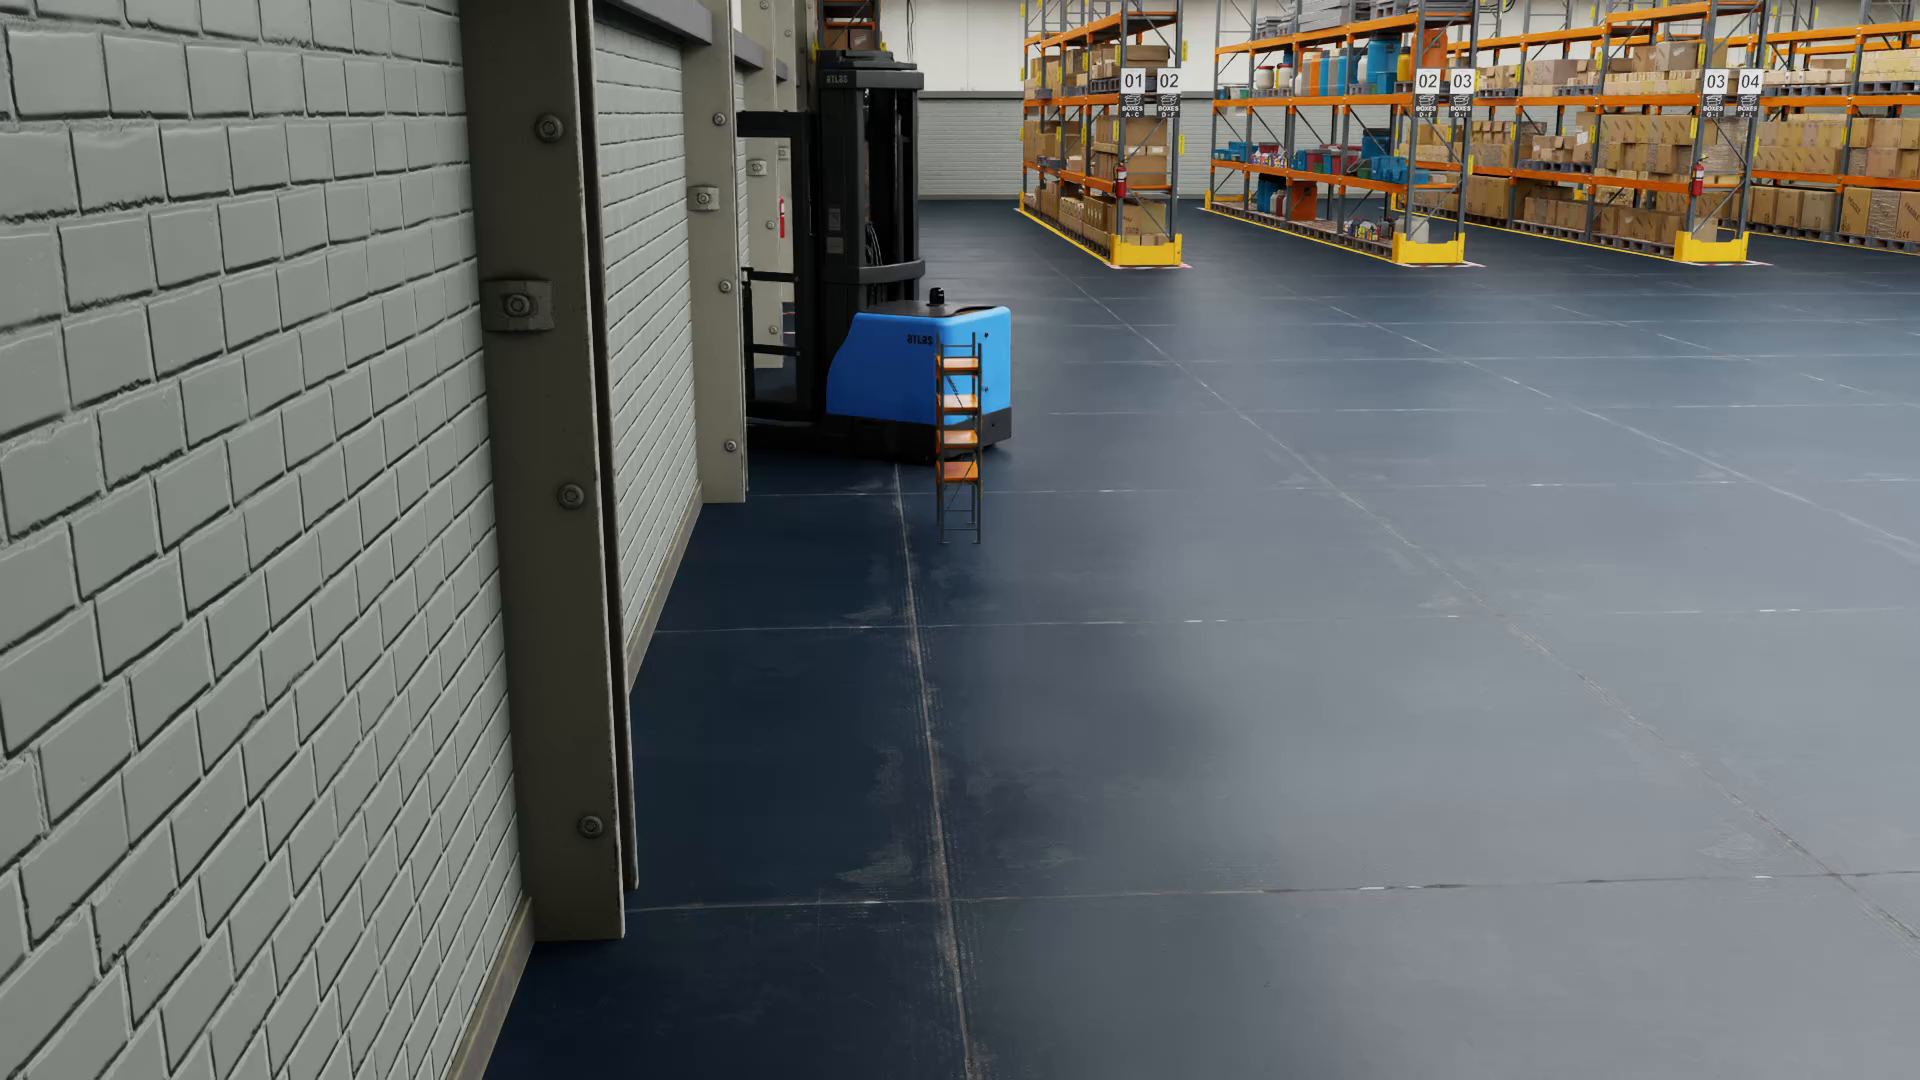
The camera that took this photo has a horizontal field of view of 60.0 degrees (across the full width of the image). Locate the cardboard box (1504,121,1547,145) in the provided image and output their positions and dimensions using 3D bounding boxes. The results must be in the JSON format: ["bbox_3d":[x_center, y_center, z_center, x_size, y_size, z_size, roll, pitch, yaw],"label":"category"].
[{"bbox_3d":[12.508,-8.999,36.768,0.797,0.503,0.637,0,14,-2],"label":"cardboard box"}]

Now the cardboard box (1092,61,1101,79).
[{"bbox_3d":[2.699,-8.553,30.284,0.500,0.311,0.500,-2,15,-7],"label":"cardboard box"}]

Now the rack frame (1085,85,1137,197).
[{"bbox_3d":[2.897,-7.136,31.741,1.000,3.000,0.127,-1,14,-3],"label":"rack frame"}]

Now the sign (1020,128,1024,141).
[{"bbox_3d":[1.612,-10.531,43.200,0.100,0.325,0.005,-1,14,-3],"label":"sign"}]

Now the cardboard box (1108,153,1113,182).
[{"bbox_3d":[3.030,-6.691,29.810,0.700,0.500,0.500,0,14,-2],"label":"cardboard box"}]

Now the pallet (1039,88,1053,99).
[{"bbox_3d":[2.439,-10.066,37.486,1.213,0.211,1.003,-1,14,-3],"label":"pallet"}]

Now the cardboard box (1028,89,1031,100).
[{"bbox_3d":[1.982,-11.120,41.506,0.500,0.250,0.500,-1,14,-3],"label":"cardboard box"}]

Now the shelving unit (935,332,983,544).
[{"bbox_3d":[-0.010,-0.622,10.037,0.258,1.200,0.503,-1,14,-3],"label":"shelving unit"}]

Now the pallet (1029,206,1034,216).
[{"bbox_3d":[2.281,-8.250,41.667,1.003,0.211,1.213,-1,14,-3],"label":"pallet"}]

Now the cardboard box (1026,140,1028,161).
[{"bbox_3d":[1.955,-9.926,42.385,0.500,0.500,0.500,-1,14,-4],"label":"cardboard box"}]

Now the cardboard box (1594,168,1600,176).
[{"bbox_3d":[12.498,-7.108,32.137,0.380,0.149,0.250,-1,14,-3],"label":"cardboard box"}]

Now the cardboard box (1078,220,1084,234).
[{"bbox_3d":[2.582,-6.106,32.415,0.500,0.250,0.500,-1,14,-4],"label":"cardboard box"}]

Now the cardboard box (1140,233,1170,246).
[{"bbox_3d":[3.334,-5.150,28.697,0.500,0.250,0.500,-1,14,-3],"label":"cardboard box"}]

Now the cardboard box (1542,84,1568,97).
[{"bbox_3d":[12.385,-9.287,34.381,0.500,0.250,0.500,-1,14,-2],"label":"cardboard box"}]

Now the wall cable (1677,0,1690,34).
[{"bbox_3d":[21.298,-14.741,49.259,0.463,3.000,0.029,-1,14,-3],"label":"wall cable"}]

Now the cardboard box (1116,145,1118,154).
[{"bbox_3d":[2.897,-6.724,28.639,0.380,0.149,0.250,-1,14,-4],"label":"cardboard box"}]

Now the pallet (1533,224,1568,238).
[{"bbox_3d":[12.656,-6.435,34.614,1.003,0.211,1.213,-1,14,-3],"label":"pallet"}]

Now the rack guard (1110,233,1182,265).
[{"bbox_3d":[3.146,-4.925,28.163,1.175,0.500,0.348,-1,14,-3],"label":"rack guard"}]

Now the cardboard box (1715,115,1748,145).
[{"bbox_3d":[13.270,-7.111,28.839,0.500,0.500,0.500,-1,14,-3],"label":"cardboard box"}]

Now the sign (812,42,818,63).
[{"bbox_3d":[-2.354,-7.942,27.076,0.100,0.325,0.005,-1,14,-3],"label":"sign"}]

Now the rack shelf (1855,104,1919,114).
[{"bbox_3d":[22.304,-10.037,38.442,1.077,0.370,4.000,-1,14,-3],"label":"rack shelf"}]

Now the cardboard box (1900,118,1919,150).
[{"bbox_3d":[17.817,-7.440,30.453,0.875,0.550,0.500,-1,14,-3],"label":"cardboard box"}]

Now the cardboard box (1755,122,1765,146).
[{"bbox_3d":[17.511,-8.755,35.826,0.700,0.500,0.500,-1,14,-4],"label":"cardboard box"}]

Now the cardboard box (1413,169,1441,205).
[{"bbox_3d":[12.217,-9.062,42.650,0.875,0.875,0.875,-1,14,-3],"label":"cardboard box"}]

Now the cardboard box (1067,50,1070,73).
[{"bbox_3d":[2.597,-10.351,36.012,0.500,0.500,0.500,-1,14,-3],"label":"cardboard box"}]

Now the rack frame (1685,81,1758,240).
[{"bbox_3d":[13.032,-6.293,28.465,1.000,3.000,0.127,-1,14,-3],"label":"rack frame"}]

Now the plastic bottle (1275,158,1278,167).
[{"bbox_3d":[7.103,-8.436,37.191,0.097,0.201,0.097,0,14,0],"label":"plastic bottle"}]

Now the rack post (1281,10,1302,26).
[{"bbox_3d":[7.507,-11.255,35.861,0.954,0.300,0.937,-1,14,-3],"label":"rack post"}]

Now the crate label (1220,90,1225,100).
[{"bbox_3d":[6.832,-11.342,42.367,0.408,0.251,0.502,-1,14,-3],"label":"crate label"}]

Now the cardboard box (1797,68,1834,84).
[{"bbox_3d":[17.413,-9.433,33.785,0.500,0.311,0.500,-1,14,-5],"label":"cardboard box"}]

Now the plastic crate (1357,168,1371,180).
[{"bbox_3d":[7.643,-6.767,30.732,0.450,0.188,0.662,-1,14,-3],"label":"plastic crate"}]

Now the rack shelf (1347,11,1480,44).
[{"bbox_3d":[7.965,-9.077,29.493,1.077,0.370,4.000,-1,14,-3],"label":"rack shelf"}]

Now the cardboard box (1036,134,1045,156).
[{"bbox_3d":[2.207,-9.256,38.938,0.700,0.500,0.500,-6,16,-22],"label":"cardboard box"}]

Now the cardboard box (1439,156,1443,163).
[{"bbox_3d":[11.927,-9.291,40.620,0.380,0.149,0.250,-1,14,-2],"label":"cardboard box"}]

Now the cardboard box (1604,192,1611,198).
[{"bbox_3d":[16.857,-8.898,42.870,0.380,0.149,0.250,-2,15,-6],"label":"cardboard box"}]

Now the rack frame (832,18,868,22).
[{"bbox_3d":[-2.790,-12.948,42.292,1.000,3.000,0.127,-1,14,-3],"label":"rack frame"}]

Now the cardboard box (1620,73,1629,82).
[{"bbox_3d":[12.577,-8.642,31.077,0.380,0.149,0.250,-1,14,-3],"label":"cardboard box"}]

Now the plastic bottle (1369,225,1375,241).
[{"bbox_3d":[7.512,-5.593,30.313,0.061,0.283,0.133,-1,14,-2],"label":"plastic bottle"}]

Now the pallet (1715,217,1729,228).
[{"bbox_3d":[17.446,-7.178,37.501,1.003,0.211,1.213,-1,14,-3],"label":"pallet"}]

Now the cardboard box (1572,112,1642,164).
[{"bbox_3d":[12.875,-7.982,32.981,1.000,1.000,1.000,-1,14,-3],"label":"cardboard box"}]

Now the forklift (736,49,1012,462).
[{"bbox_3d":[-1.134,-2.235,12.833,3.031,2.935,1.130,8,17,29],"label":"forklift"}]

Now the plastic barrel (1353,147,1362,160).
[{"bbox_3d":[8.001,-7.519,32.956,0.433,0.535,0.433,0,14,0],"label":"plastic barrel"}]

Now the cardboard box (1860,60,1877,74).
[{"bbox_3d":[17.492,-8.989,31.585,0.500,0.250,0.500,-1,14,-3],"label":"cardboard box"}]

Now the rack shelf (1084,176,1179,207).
[{"bbox_3d":[3.021,-6.290,29.897,1.077,0.370,4.000,-1,14,-3],"label":"rack shelf"}]

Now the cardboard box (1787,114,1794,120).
[{"bbox_3d":[21.701,-10.984,43.187,0.380,0.149,0.250,-1,14,-5],"label":"cardboard box"}]

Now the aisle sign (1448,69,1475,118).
[{"bbox_3d":[8.386,-7.462,27.792,0.394,0.787,0.004,-1,14,-3],"label":"aisle sign"}]

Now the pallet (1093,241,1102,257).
[{"bbox_3d":[2.983,-5.283,30.135,1.003,0.211,1.213,-1,14,-3],"label":"pallet"}]

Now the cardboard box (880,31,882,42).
[{"bbox_3d":[-1.561,-8.284,27.935,0.500,0.500,0.500,-1,14,-4],"label":"cardboard box"}]

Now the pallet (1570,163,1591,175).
[{"bbox_3d":[12.882,-7.387,33.103,1.003,0.211,1.213,-1,14,-3],"label":"pallet"}]

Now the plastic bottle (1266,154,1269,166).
[{"bbox_3d":[7.052,-8.676,37.986,0.097,0.271,0.097,0,14,0],"label":"plastic bottle"}]

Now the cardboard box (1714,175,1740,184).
[{"bbox_3d":[13.253,-6.246,28.786,0.380,0.149,0.250,-1,14,-3],"label":"cardboard box"}]

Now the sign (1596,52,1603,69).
[{"bbox_3d":[12.231,-9.172,31.808,0.100,0.325,0.005,-1,14,-3],"label":"sign"}]

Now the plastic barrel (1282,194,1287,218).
[{"bbox_3d":[7.422,-7.465,37.171,0.421,0.512,0.421,0,14,0],"label":"plastic barrel"}]

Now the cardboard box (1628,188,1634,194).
[{"bbox_3d":[16.948,-8.715,41.562,0.380,0.149,0.250,0,14,-2],"label":"cardboard box"}]
